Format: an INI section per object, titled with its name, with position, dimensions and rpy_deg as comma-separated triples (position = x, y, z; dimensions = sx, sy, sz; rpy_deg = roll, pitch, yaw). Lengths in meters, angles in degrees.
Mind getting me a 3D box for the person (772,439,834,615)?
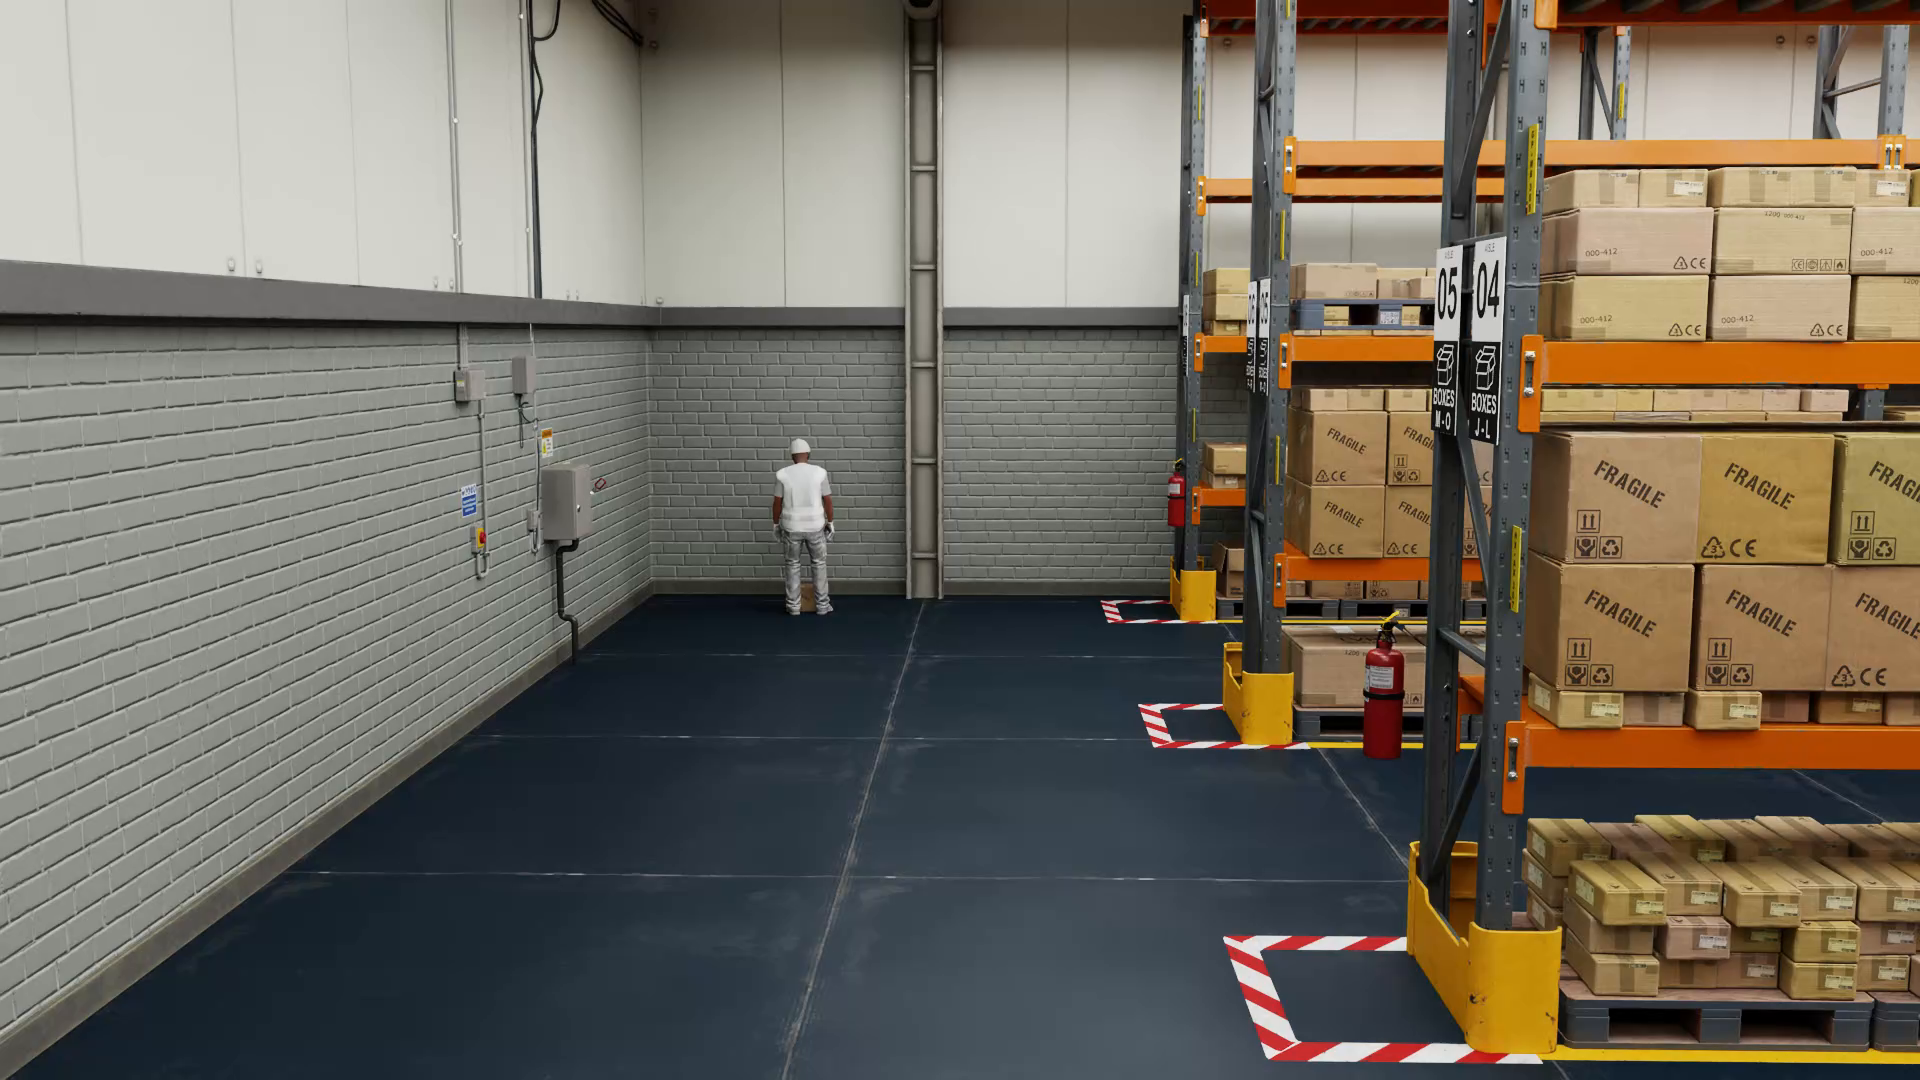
[person]
position = -1.587, -0.133, 16.788
dimensions = 0.626, 1.772, 0.451
rpy_deg = -1, 7, -6
